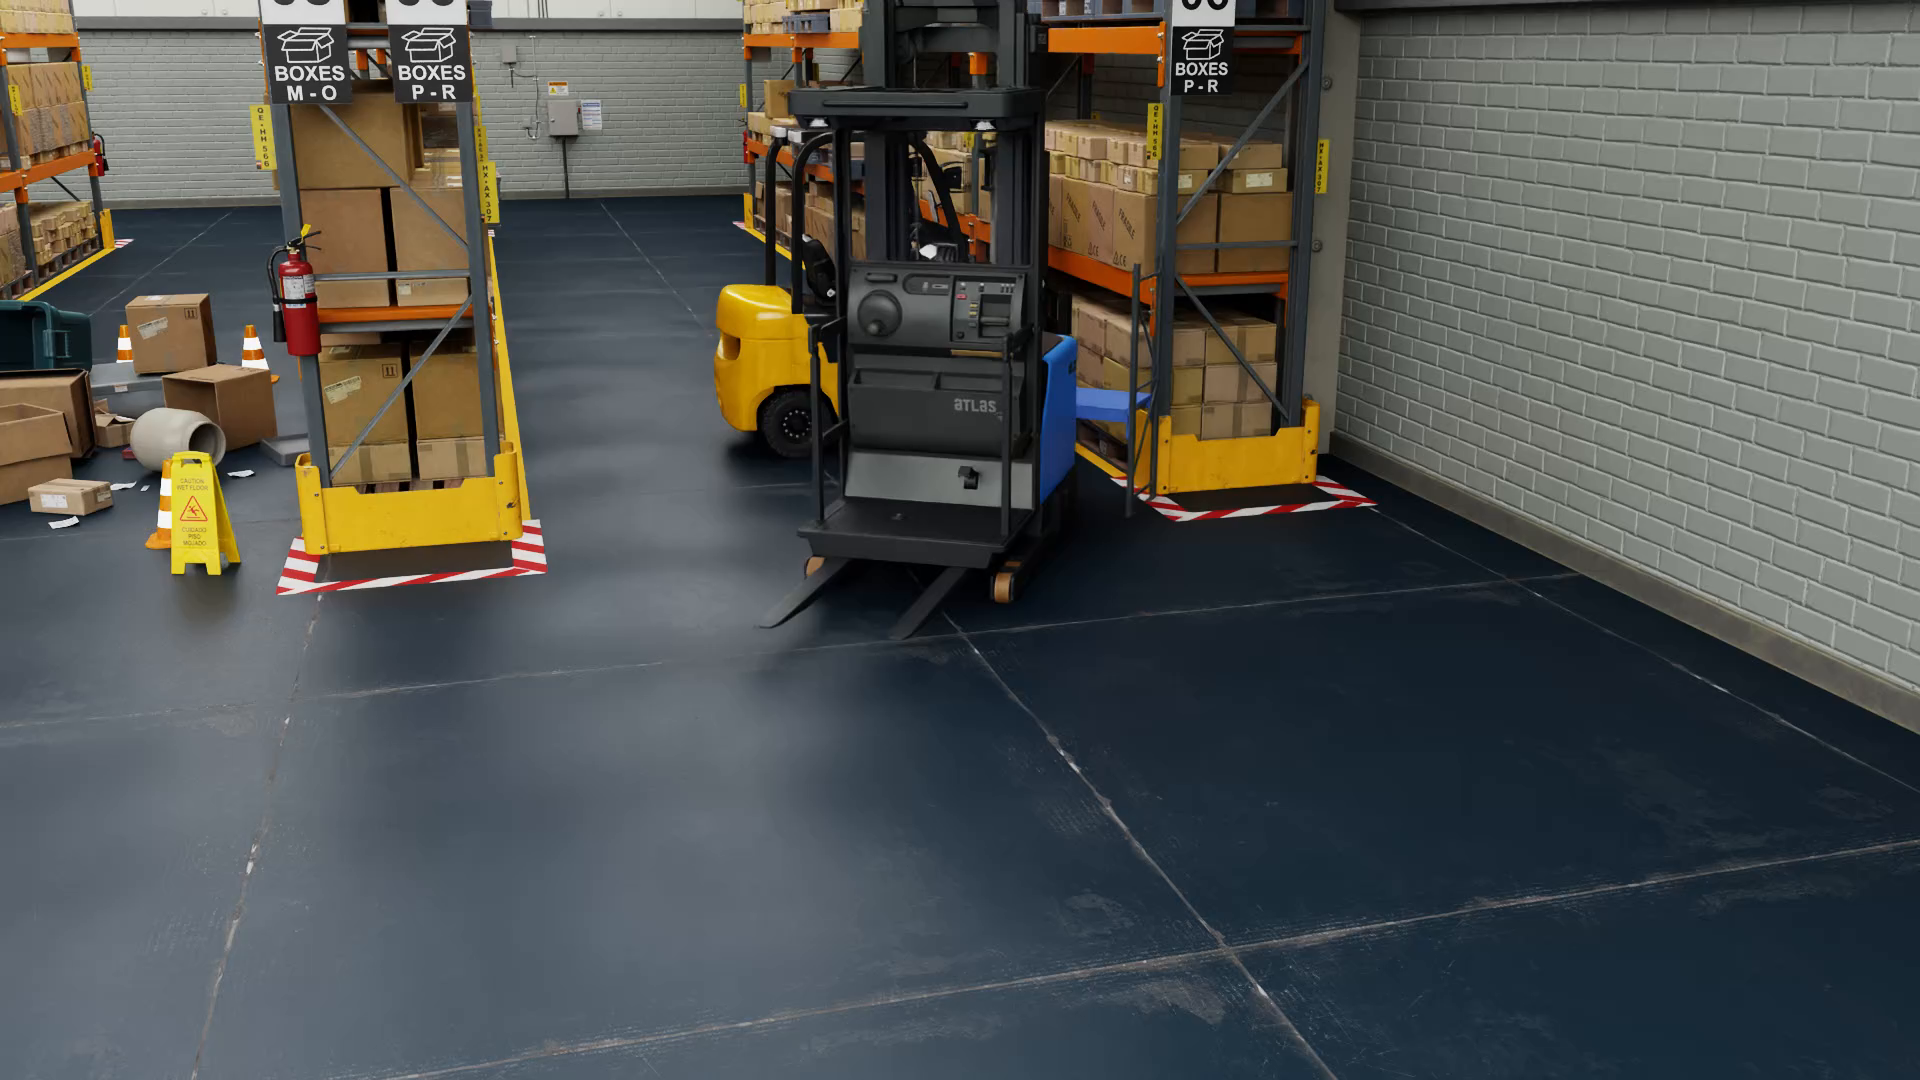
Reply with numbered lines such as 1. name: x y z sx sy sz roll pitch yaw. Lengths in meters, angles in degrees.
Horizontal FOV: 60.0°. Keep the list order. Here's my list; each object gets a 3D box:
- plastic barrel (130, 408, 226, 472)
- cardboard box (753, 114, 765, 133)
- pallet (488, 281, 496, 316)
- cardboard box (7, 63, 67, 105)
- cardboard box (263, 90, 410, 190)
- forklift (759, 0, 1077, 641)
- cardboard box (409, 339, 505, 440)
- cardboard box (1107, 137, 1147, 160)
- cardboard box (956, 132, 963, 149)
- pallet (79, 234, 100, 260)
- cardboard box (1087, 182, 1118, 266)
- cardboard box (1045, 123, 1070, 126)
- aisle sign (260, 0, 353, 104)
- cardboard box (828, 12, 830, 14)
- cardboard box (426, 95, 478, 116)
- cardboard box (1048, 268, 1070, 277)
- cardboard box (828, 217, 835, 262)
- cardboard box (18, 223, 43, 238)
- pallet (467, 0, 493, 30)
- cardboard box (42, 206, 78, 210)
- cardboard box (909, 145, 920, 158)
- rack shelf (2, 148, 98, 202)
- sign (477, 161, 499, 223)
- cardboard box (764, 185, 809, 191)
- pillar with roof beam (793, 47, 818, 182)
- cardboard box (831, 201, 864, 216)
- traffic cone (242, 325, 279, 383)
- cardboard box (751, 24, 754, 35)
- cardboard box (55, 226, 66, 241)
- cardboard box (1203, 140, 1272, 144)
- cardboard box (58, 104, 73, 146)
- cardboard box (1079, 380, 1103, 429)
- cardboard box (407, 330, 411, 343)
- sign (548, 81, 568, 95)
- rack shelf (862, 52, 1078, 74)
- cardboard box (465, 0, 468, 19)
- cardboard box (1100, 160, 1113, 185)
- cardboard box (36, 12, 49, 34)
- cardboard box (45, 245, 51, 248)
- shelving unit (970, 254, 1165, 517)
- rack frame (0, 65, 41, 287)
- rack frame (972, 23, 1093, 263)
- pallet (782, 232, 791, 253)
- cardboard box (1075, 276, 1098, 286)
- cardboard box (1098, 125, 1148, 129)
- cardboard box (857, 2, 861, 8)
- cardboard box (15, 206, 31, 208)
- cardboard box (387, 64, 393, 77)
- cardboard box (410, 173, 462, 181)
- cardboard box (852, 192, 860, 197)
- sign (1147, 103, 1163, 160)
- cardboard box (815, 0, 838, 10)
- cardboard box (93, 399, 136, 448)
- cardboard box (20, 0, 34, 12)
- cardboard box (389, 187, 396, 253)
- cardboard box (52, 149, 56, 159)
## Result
1. plastic barrel: -5.100 -0.641 10.850 0.512 0.421 0.421 7 18 23
2. cardboard box: -2.698 -6.027 24.045 0.500 0.250 0.500 -5 17 -15
3. pallet: -5.420 -2.524 17.489 1.003 0.211 1.213 -5 17 -15
4. cardboard box: -11.550 -5.708 20.813 0.500 0.500 0.500 -4 17 -12
5. cardboard box: -3.427 -2.216 9.187 0.700 0.500 0.500 -5 17 -17
6. forklift: -0.180 -1.202 8.360 1.130 2.935 3.031 4 17 14
7. cardboard box: -3.040 -0.918 10.040 0.500 0.500 0.500 -5 18 -17
8. cardboard box: 1.201 -2.611 11.111 0.380 0.149 0.250 -5 17 -15
9. cardboard box: 0.183 -3.500 14.589 0.380 0.149 0.250 -5 17 -15
10. pallet: -11.995 -3.845 21.887 1.003 0.211 1.213 -5 17 -15
11. cardboard box: 1.173 -2.124 11.135 0.500 0.500 0.500 -4 17 -14
12. cardboard box: 0.635 -3.177 12.997 0.380 0.149 0.250 -5 17 -16
13. aisle sign: -3.339 -2.628 8.468 0.394 0.787 0.004 -5 17 -15
14. cardboard box: -1.469 -6.805 21.424 0.500 0.250 0.500 -5 17 -17
15. cardboard box: -3.965 -3.390 12.974 0.380 0.149 0.250 -5 17 -15
16. cardboard box: 0.557 -1.985 13.158 0.500 0.250 0.500 -5 17 -15
17. cardboard box: -1.261 -3.559 19.702 0.500 0.500 0.500 -5 18 -17
18. cardboard box: -11.021 -3.636 19.535 0.380 0.149 0.250 -4 17 -13
19. pallet: -4.243 -4.055 12.851 1.213 0.211 1.003 -5 17 -15
20. cardboard box: -11.599 -4.211 21.450 0.380 0.149 0.250 -5 18 -17
21. cardboard box: -0.189 -3.631 15.717 0.500 0.250 0.500 -4 17 -14
22. rack shelf: -11.656 -4.532 20.575 1.077 0.370 4.000 -5 17 -15
23. sign: -2.555 -1.881 8.994 0.100 0.325 0.005 -5 17 -15
24. cardboard box: -2.428 -4.830 23.932 0.700 0.500 0.500 -4 17 -13
25. pillar with roof beam: -6.716 -9.592 25.743 9.100 9.000 0.400 -5 17 -15
26. cardboard box: -1.341 -3.974 19.955 0.380 0.149 0.250 -4 17 -13
27. traffic cone: -5.863 -1.547 13.797 0.336 0.463 0.334 -5 17 -15
28. cardboard box: -2.838 -7.452 24.269 0.380 0.149 0.250 -4 17 -14
29. cardboard box: -11.289 -3.782 20.537 0.380 0.149 0.250 -5 17 -16
30. cardboard box: 1.795 -2.506 10.762 0.380 0.149 0.250 -4 17 -13
31. cardboard box: -11.550 -5.233 20.970 0.500 0.500 0.500 -5 17 -15
32. cardboard box: 1.134 -0.944 11.430 0.500 0.250 0.500 -5 17 -15
33. cardboard box: -3.826 -1.152 10.818 0.500 0.500 0.500 -5 17 -17
34. sign: -7.096 -7.981 29.371 0.339 0.242 0.001 -5 17 -15
35. rack shelf: 0.046 -4.568 15.482 1.077 0.370 4.000 -5 17 -15
36. cardboard box: -2.856 -2.857 8.971 0.380 0.149 0.250 -5 17 -15
37. cardboard box: 1.162 -2.463 11.137 0.380 0.149 0.250 -5 17 -16
38. cardboard box: -11.391 -6.265 20.141 0.500 0.250 0.500 -4 17 -13
39. cardboard box: -11.089 -3.423 19.860 0.380 0.149 0.250 -5 17 -16
40. shelving unit: 0.640 -0.982 10.113 1.048 1.500 0.538 7 18 23
41. rack frame: -11.106 -4.323 18.630 1.000 3.000 0.127 -5 17 -15
42. rack frame: 0.595 -2.923 13.969 1.000 3.000 0.127 -5 17 -15
43. pallet: -1.791 -3.990 22.369 1.003 0.211 1.213 -5 17 -15
44. cardboard box: 1.196 -1.885 12.826 0.500 0.250 0.500 -5 17 -15
45. cardboard box: 1.269 -3.077 12.663 0.380 0.149 0.250 -5 17 -16
46. cardboard box: -0.885 -5.737 17.692 0.380 0.149 0.250 -5 17 -17
47. cardboard box: -12.251 -4.232 21.517 0.380 0.149 0.250 -5 17 -15
48. cardboard box: -6.765 -5.640 19.974 0.380 0.149 0.250 -5 17 -16
49. cardboard box: -3.086 -1.909 9.904 0.500 0.500 0.500 -4 17 -14
50. cardboard box: -1.225 -4.371 21.278 0.380 0.149 0.250 -5 18 -17
51. sign: 1.169 -2.445 9.955 0.100 0.325 0.005 -5 17 -15
52. cardboard box: -1.456 -6.164 19.077 0.380 0.149 0.250 -4 17 -14
53. cardboard box: -6.016 -0.825 11.737 0.396 0.266 0.258 11 20 32
54. cardboard box: -11.265 -6.358 19.581 0.500 0.250 0.500 -4 17 -14
55. cardboard box: -3.758 -2.019 10.269 0.500 0.500 0.500 -5 17 -16
56. cardboard box: -11.486 -4.806 20.674 0.380 0.149 0.250 -4 17 -14
